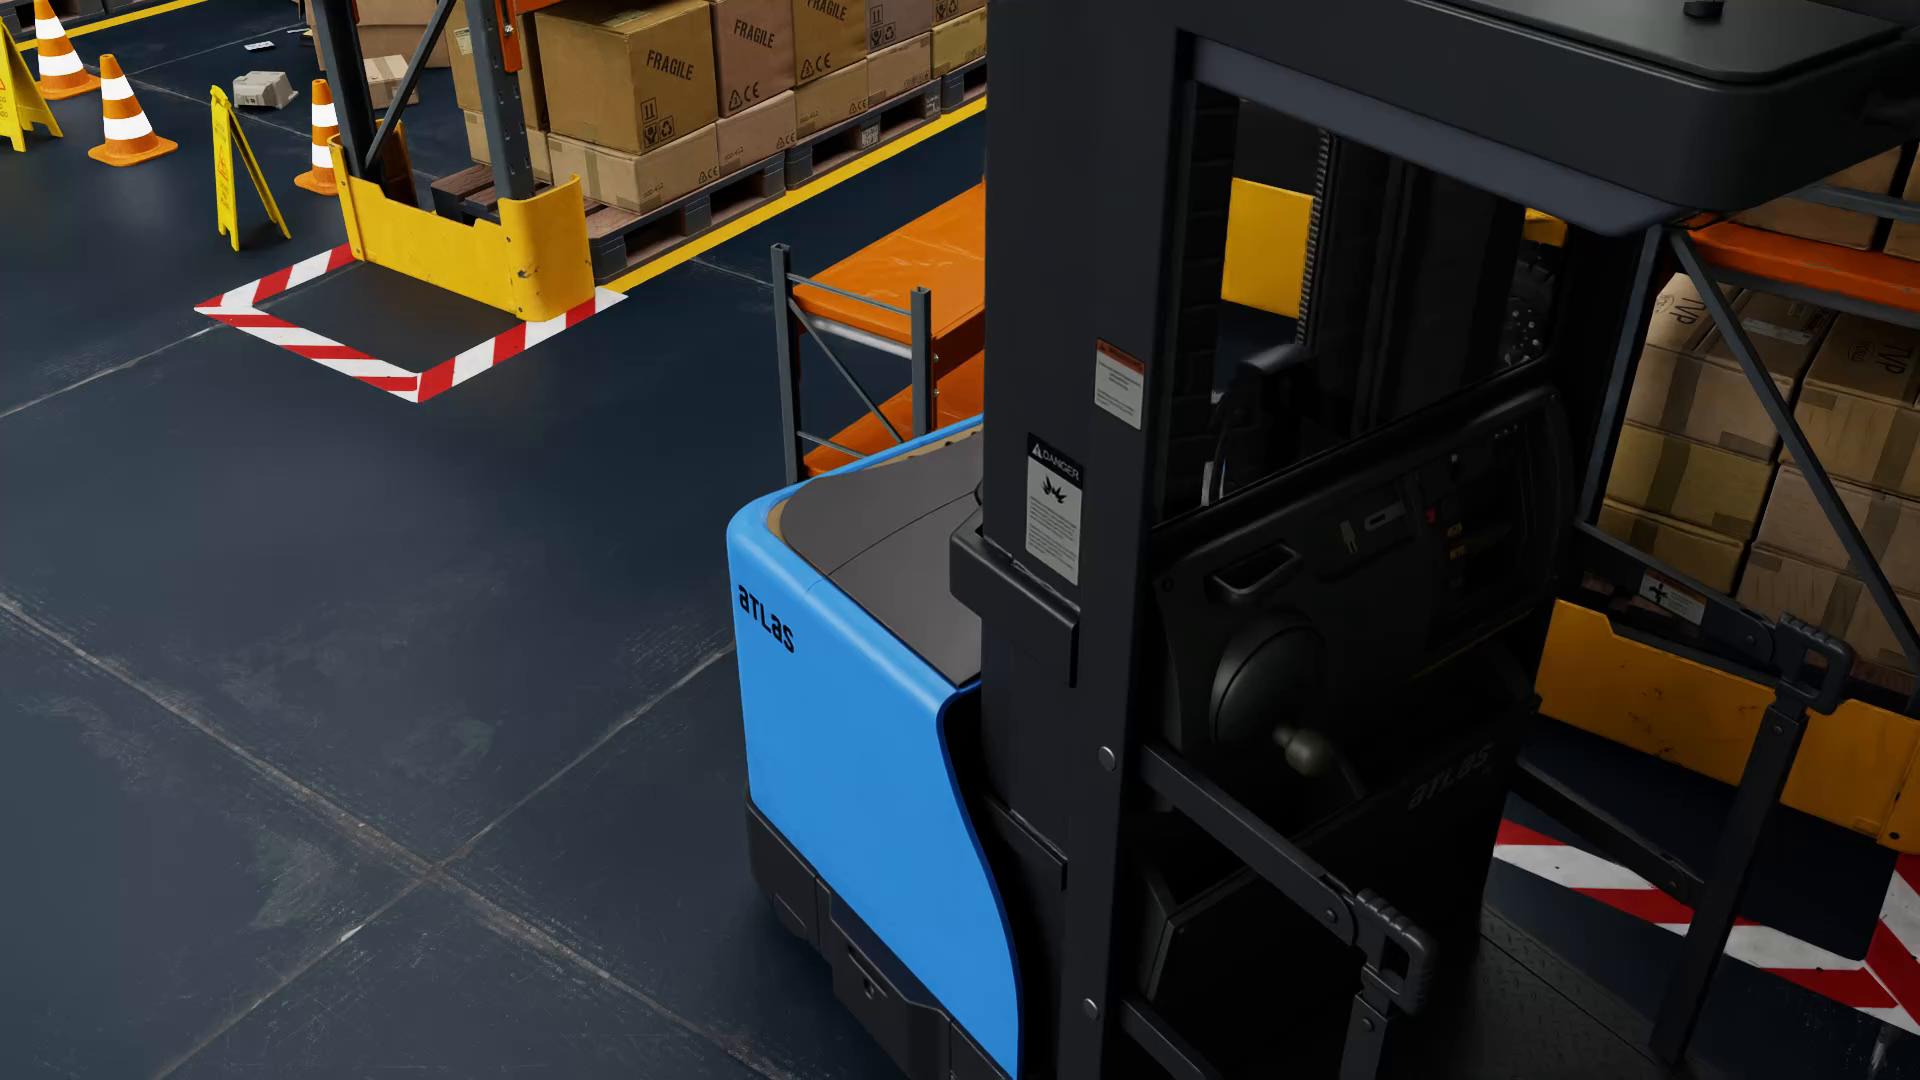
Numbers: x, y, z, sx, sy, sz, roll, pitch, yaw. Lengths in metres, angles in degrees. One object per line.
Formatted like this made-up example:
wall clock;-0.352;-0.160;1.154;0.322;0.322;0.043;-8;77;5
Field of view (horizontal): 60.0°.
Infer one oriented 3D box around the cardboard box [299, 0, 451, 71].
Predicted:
cardboard box;-3.145;-2.894;9.080;0.797;0.503;0.637;-3;34;-4

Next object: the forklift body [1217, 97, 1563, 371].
forklift body;1.596;-1.831;6.037;2.313;2.155;1.214;21;39;28

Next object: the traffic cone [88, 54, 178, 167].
traffic cone;-3.987;-2.068;7.895;0.336;0.463;0.334;21;39;28

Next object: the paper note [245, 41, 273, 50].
paper note;-3.926;-2.775;9.327;0.142;0.017;0.144;-22;40;-29

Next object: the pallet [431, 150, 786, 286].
pallet;-1.531;-1.553;7.358;1.003;0.211;1.213;21;39;28

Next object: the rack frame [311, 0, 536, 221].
rack frame;-2.067;-2.311;5.989;1.000;3.000;0.127;21;39;28

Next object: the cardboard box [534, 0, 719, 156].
cardboard box;-1.367;-1.950;6.867;0.500;0.500;0.500;20;39;27

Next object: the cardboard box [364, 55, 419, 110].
cardboard box;-2.979;-2.378;8.633;0.250;0.149;0.380;-15;37;-21

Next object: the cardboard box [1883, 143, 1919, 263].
cardboard box;2.524;-0.908;3.825;0.500;0.500;0.500;23;40;30

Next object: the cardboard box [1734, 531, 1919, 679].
cardboard box;2.454;0.075;4.542;0.500;0.250;0.500;21;40;28

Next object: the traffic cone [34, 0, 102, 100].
traffic cone;-4.722;-2.585;8.660;0.336;0.463;0.334;21;39;28

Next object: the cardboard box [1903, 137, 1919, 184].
cardboard box;2.381;-1.315;4.427;0.500;0.500;0.500;23;40;30

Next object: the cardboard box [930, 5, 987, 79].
cardboard box;-0.198;-2.580;8.468;0.500;0.250;0.500;20;39;27

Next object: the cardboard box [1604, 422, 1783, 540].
cardboard box;2.034;-0.293;4.639;0.500;0.250;0.500;21;39;28

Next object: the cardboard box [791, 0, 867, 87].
cardboard box;-0.779;-2.421;7.562;0.500;0.500;0.500;22;40;29

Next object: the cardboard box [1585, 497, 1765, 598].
cardboard box;2.021;-0.079;4.769;0.500;0.250;0.500;22;40;28

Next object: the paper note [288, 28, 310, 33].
paper note;-3.810;-2.937;9.584;0.123;0.001;0.032;-15;37;-21

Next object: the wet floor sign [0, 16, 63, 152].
wet floor sign;-4.581;-2.224;7.963;0.267;0.644;0.232;14;37;20

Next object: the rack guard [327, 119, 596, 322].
rack guard;-2.023;-1.310;6.741;1.175;0.500;0.348;21;39;28

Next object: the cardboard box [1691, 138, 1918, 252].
cardboard box;2.078;-1.079;4.078;0.500;0.500;0.500;20;39;27

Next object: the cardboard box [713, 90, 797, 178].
cardboard box;-1.082;-1.861;7.404;0.500;0.250;0.500;23;40;30

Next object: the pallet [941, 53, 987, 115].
pallet;-0.140;-2.676;9.019;1.003;0.211;1.213;21;39;28

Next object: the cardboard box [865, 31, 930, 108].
cardboard box;-0.491;-2.348;8.124;0.500;0.250;0.500;22;40;29

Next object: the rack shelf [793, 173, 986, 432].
rack shelf;0.004;-0.712;4.776;0.538;0.278;1.000;21;39;28

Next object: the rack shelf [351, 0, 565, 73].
rack shelf;-0.926;-2.933;7.552;1.077;0.370;4.000;21;39;28

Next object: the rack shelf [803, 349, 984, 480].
rack shelf;0.004;-0.267;5.076;0.538;0.278;1.000;21;39;28

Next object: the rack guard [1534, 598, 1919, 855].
rack guard;1.999;0.320;4.331;1.175;0.500;0.348;21;39;28

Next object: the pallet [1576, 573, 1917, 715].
pallet;2.415;0.063;4.969;1.003;0.211;1.213;21;39;28

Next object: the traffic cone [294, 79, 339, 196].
traffic cone;-2.881;-1.870;7.602;0.336;0.463;0.334;21;39;28

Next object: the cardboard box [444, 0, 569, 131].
cardboard box;-1.824;-2.108;7.100;0.500;0.500;0.500;22;40;28

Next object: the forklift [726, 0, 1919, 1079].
forklift;0.789;0.107;2.475;1.130;2.935;3.031;-23;40;-30

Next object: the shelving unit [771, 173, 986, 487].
shelving unit;0.004;-0.469;4.939;0.538;1.125;1.048;21;39;28

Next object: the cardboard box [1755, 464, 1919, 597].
cardboard box;2.452;-0.119;4.382;0.500;0.250;0.500;22;40;29

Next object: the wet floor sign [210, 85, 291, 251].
wet floor sign;-3.054;-1.590;7.025;0.232;0.644;0.267;-22;40;-29

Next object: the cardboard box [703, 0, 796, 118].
cardboard box;-1.072;-2.192;7.224;0.500;0.500;0.500;20;39;27

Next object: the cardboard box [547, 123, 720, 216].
cardboard box;-1.380;-1.629;7.060;0.500;0.250;0.500;21;39;28

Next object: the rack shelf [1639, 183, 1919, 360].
rack shelf;3.153;-1.349;5.210;1.077;0.370;4.000;21;39;28

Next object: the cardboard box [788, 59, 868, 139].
cardboard box;-0.782;-2.116;7.781;0.500;0.250;0.500;24;41;31

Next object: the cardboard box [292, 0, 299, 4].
cardboard box;-3.952;-3.609;10.139;0.500;0.500;0.500;29;44;36

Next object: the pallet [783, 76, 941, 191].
pallet;-0.835;-2.112;8.185;1.003;0.211;1.213;21;39;28

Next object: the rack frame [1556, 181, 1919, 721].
rack frame;2.013;-0.727;3.647;1.000;3.000;0.127;21;39;28

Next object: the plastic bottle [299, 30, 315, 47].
plastic bottle;-3.616;-2.878;9.451;0.133;0.061;0.283;8;35;12

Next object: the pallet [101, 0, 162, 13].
pallet;-5.103;-3.642;10.447;1.003;0.211;1.213;21;39;28

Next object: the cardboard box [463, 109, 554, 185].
cardboard box;-1.813;-1.815;7.335;0.500;0.250;0.500;21;39;28

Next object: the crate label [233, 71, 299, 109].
crate label;-3.590;-2.314;8.550;0.250;0.136;0.298;3;34;4

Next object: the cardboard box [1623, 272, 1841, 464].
cardboard box;2.019;-0.488;4.480;0.500;0.250;0.500;23;40;30

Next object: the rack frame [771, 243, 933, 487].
rack frame;-0.286;-0.235;4.594;0.500;1.125;0.032;21;39;28

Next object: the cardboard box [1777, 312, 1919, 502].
cardboard box;2.443;-0.337;4.257;0.500;0.250;0.500;21;39;28

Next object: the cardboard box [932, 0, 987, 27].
cardboard box;-0.191;-2.904;8.277;0.500;0.500;0.500;22;40;29

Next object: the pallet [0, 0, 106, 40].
pallet;-5.799;-3.083;9.621;1.003;0.211;1.213;21;39;28

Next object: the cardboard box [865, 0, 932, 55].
cardboard box;-0.481;-2.669;7.930;0.500;0.500;0.500;24;41;31
